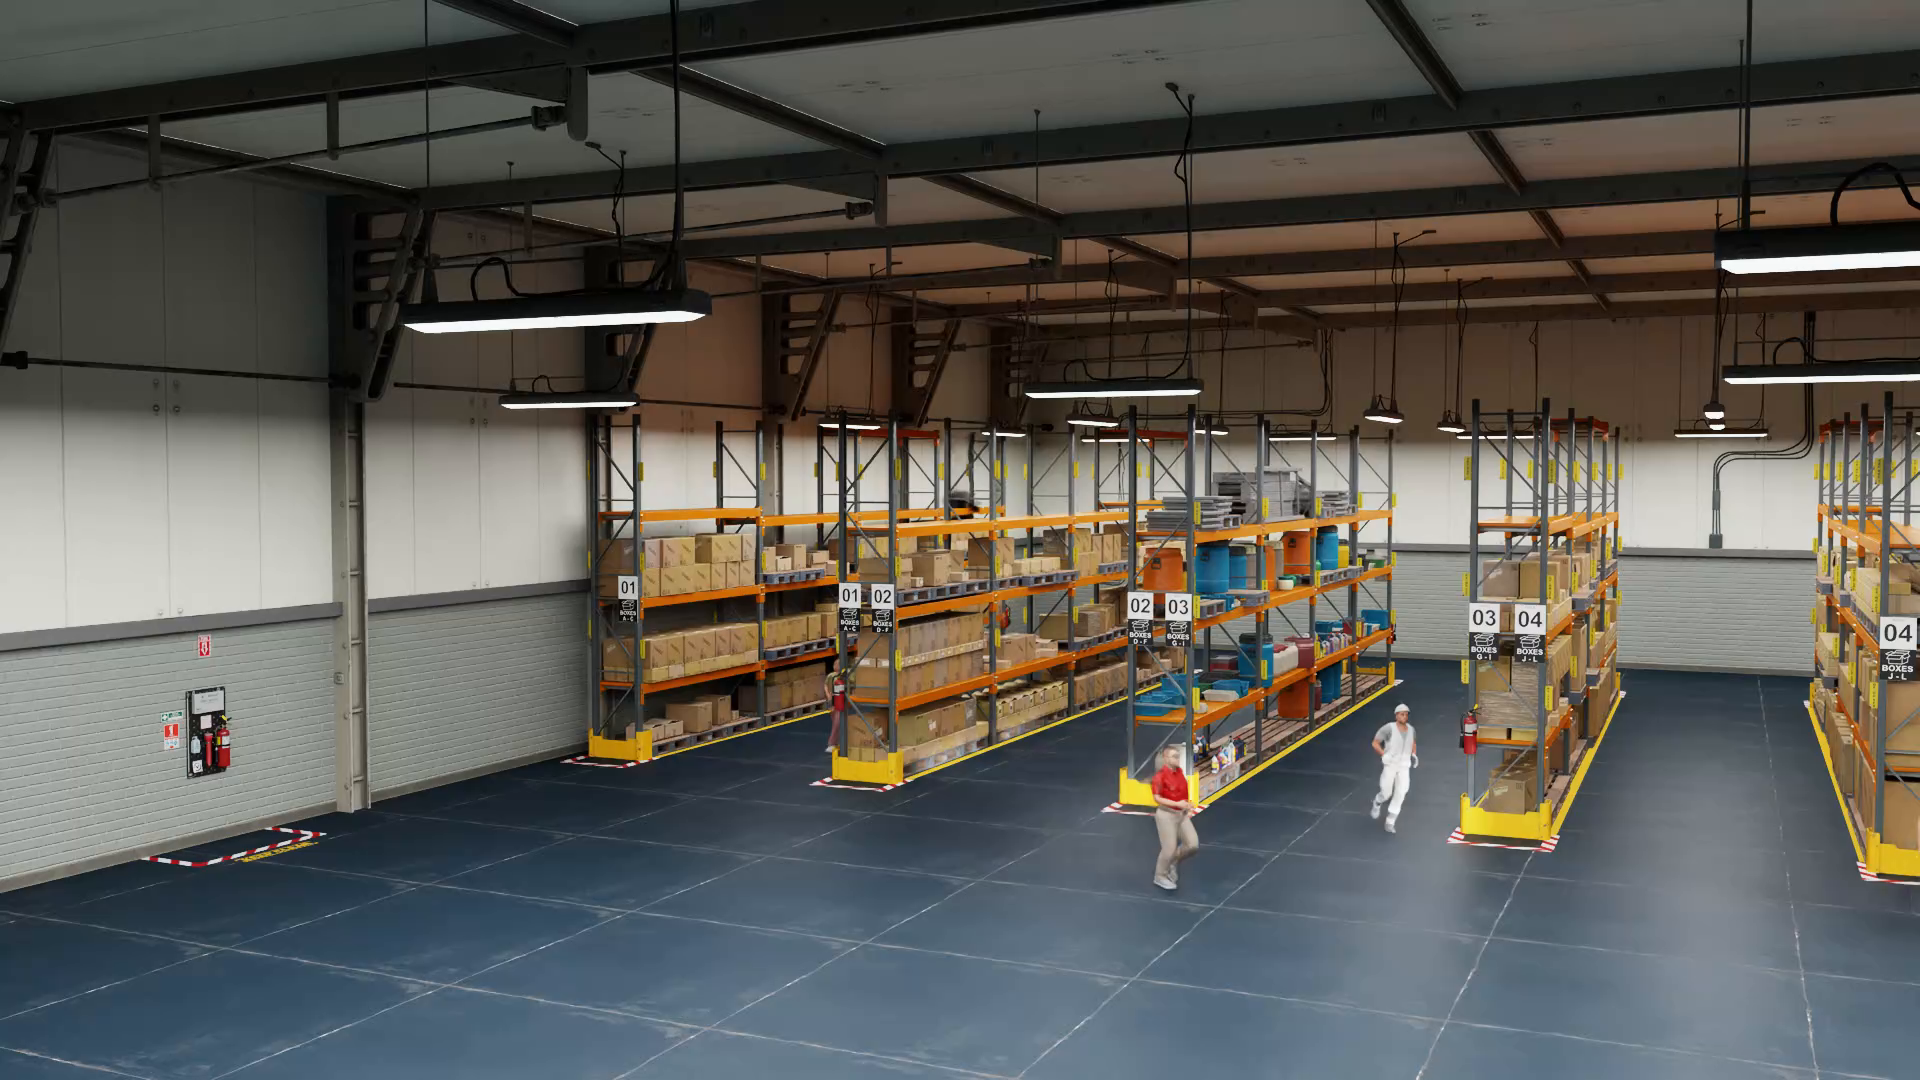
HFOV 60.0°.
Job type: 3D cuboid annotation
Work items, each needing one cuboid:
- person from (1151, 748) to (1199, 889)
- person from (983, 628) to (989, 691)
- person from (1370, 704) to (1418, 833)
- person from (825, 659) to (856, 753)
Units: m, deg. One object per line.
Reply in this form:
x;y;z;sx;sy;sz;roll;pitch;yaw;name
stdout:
2.589;3.332;19.900;0.651;1.688;0.607;-2;3;-42;person
0.649;2.708;35.640;0.612;1.696;0.992;1;3;28;person
6.111;3.172;23.343;0.698;1.757;0.792;0;2;-9;person
-2.161;2.950;29.962;0.602;1.660;0.920;1;2;20;person
